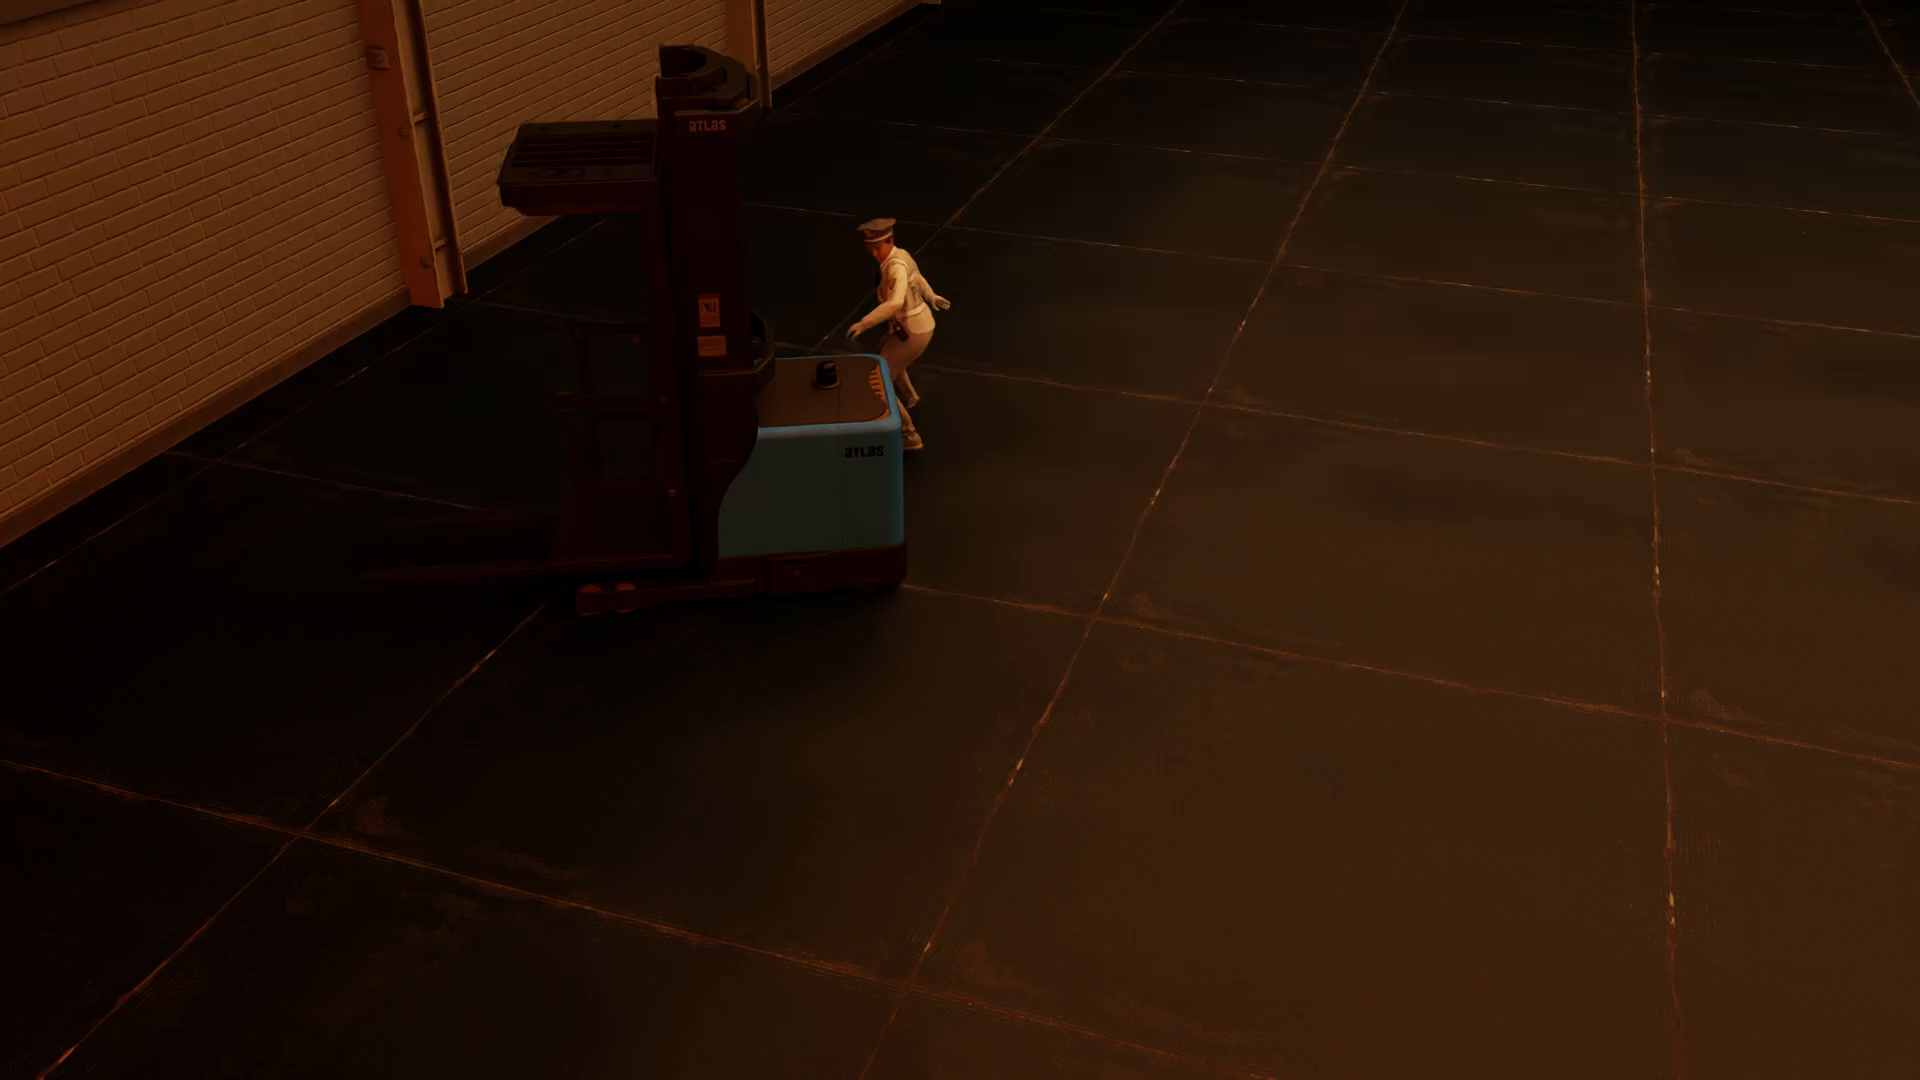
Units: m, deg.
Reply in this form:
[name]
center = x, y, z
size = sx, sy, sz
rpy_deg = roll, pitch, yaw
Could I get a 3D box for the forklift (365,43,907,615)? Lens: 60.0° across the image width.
[forklift]
center = -1.862, -1.128, 9.115
size = 3.031, 2.935, 1.130
rpy_deg = -4, 30, -6

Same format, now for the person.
[person]
center = -0.400, -1.366, 11.078
size = 0.534, 1.606, 0.973
rpy_deg = 5, 30, 8
